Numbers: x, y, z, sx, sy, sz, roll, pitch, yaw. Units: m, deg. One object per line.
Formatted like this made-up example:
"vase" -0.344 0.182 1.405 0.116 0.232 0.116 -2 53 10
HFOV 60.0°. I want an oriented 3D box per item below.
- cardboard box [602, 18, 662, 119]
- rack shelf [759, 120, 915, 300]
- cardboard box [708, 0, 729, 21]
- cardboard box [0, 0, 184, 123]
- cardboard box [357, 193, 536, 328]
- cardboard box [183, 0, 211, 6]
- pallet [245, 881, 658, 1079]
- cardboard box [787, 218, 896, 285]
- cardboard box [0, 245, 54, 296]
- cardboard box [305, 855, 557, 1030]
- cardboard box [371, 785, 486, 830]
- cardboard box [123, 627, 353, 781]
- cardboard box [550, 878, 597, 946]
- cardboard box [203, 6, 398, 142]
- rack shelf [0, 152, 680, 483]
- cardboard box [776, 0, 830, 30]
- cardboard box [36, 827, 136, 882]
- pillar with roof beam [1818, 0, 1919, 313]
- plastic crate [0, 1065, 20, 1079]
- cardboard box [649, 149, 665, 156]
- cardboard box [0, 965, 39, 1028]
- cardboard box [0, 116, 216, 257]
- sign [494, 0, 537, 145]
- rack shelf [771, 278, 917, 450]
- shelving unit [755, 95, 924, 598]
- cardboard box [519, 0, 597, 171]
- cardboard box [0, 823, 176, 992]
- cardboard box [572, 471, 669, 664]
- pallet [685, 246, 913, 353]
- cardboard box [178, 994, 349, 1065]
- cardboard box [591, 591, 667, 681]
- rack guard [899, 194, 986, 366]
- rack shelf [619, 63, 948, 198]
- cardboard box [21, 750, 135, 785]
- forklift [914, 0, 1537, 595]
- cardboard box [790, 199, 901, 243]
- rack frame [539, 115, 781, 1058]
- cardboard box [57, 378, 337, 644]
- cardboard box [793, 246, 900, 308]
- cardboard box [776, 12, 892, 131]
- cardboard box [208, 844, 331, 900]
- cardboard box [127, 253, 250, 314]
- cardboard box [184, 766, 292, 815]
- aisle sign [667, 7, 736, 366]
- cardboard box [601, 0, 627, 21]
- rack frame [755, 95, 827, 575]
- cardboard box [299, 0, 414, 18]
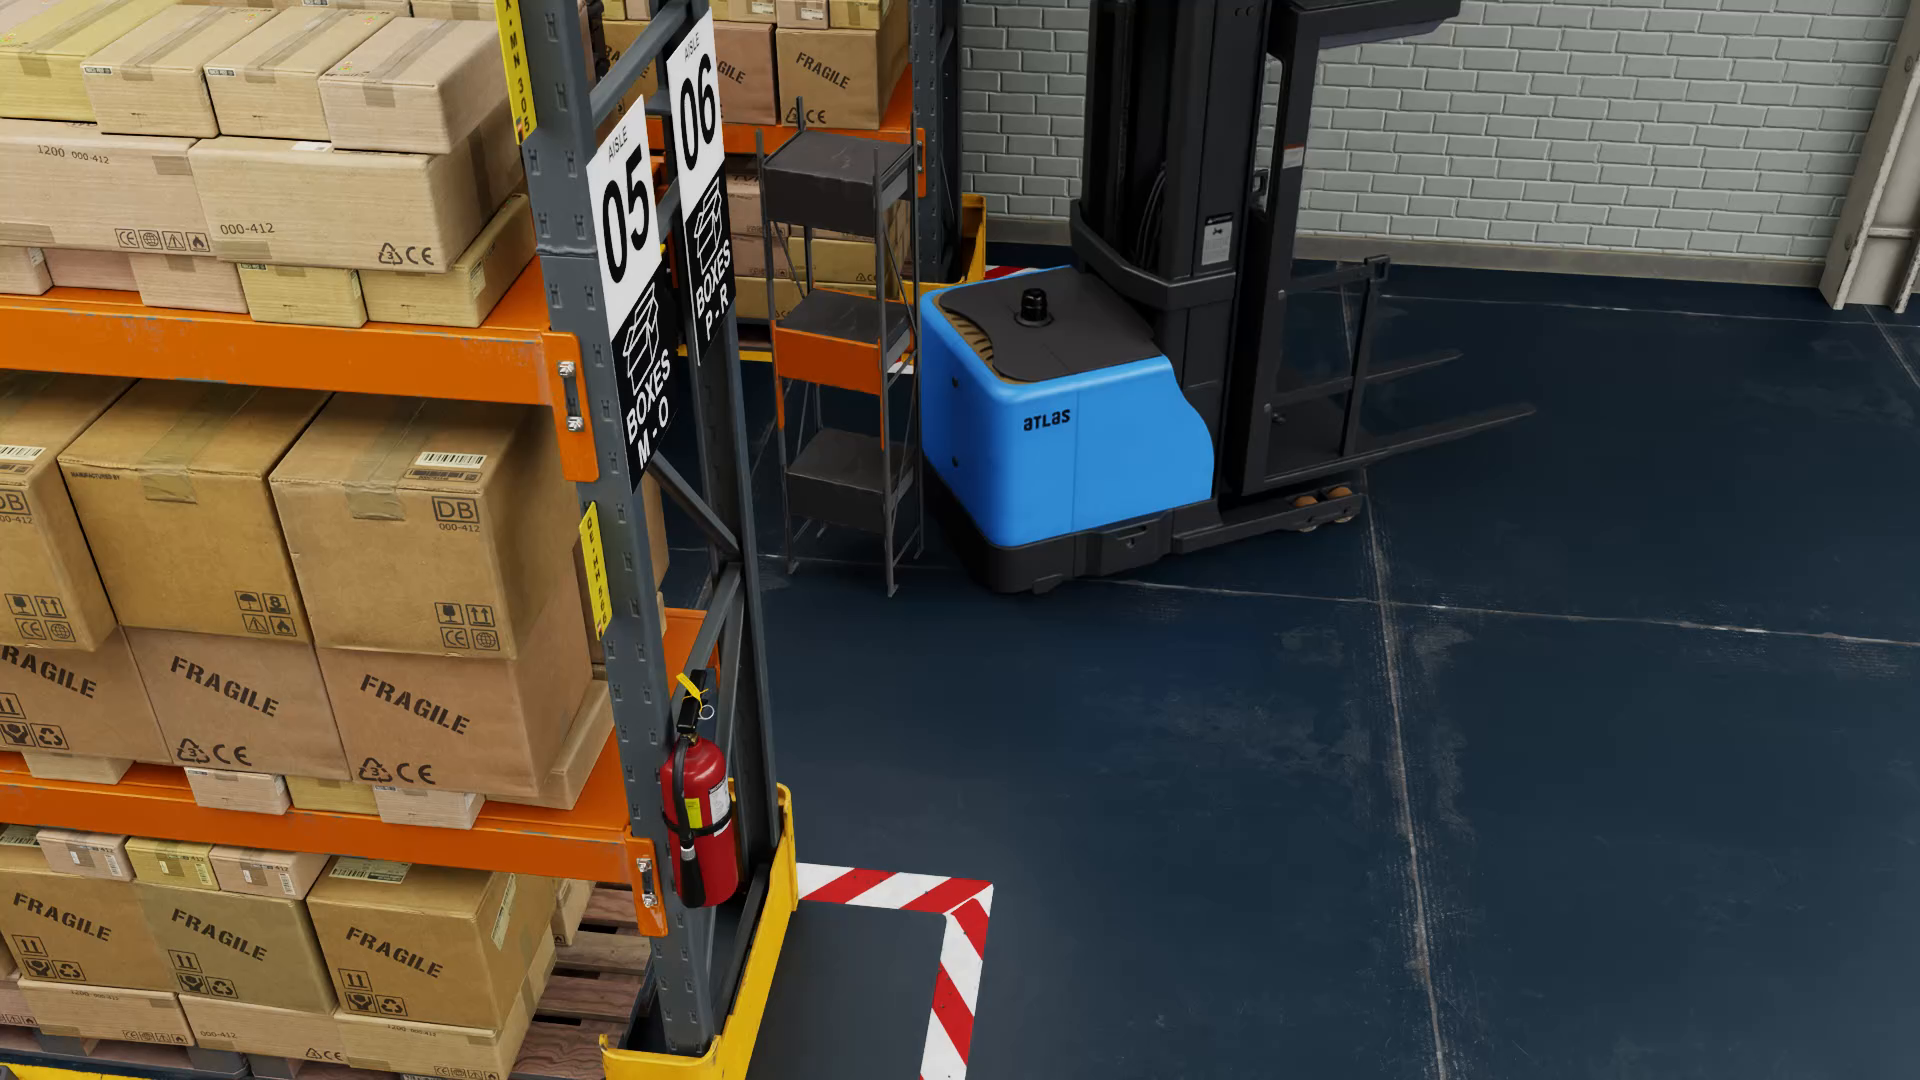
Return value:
"cardboard box" -1.654 -2.512 8.602 0.500 0.500 0.500 4 36 5
"rack shelf" -0.473 -1.315 6.603 0.480 0.518 0.431 12 37 16
"cardboard box" -1.242 -2.755 8.384 0.250 0.149 0.380 4 36 6
"cardboard box" -1.864 -1.041 3.574 0.250 0.149 0.380 4 36 6
"cardboard box" -1.129 -0.629 3.683 0.250 0.149 0.380 4 36 6
"cardboard box" -1.798 -1.357 4.017 0.250 0.149 0.380 4 36 6
"pallet" -1.616 1.404 5.601 1.213 0.211 1.003 4 36 6
"cardboard box" -0.634 -1.616 9.008 0.500 0.250 0.500 4 36 5
"cardboard box" -2.135 -0.716 3.805 0.250 0.149 0.380 4 36 6
"cardboard box" -1.567 1.089 5.002 0.500 0.500 0.500 4 36 6
"cardboard box" -1.403 0.598 4.546 0.250 0.149 0.380 4 36 5
"cardboard box" -1.809 0.272 4.444 0.500 0.500 0.500 4 36 6
"cardboard box" -1.504 1.084 5.654 0.500 0.250 0.500 4 36 6
"cardboard box" -1.364 -0.984 3.495 0.250 0.149 0.380 5 36 7
"rack shelf" -2.723 -0.721 4.215 4.000 0.370 1.077 4 36 6
"cardboard box" -0.748 -2.676 8.273 0.250 0.149 0.380 5 36 7
"cardboard box" -2.450 0.796 4.855 0.250 0.149 0.380 6 36 8
"pillar with roof beam" 4.716 -2.593 3.638 0.400 9.000 9.100 4 36 6
"plastic crate" -3.254 1.836 5.108 0.583 0.080 0.402 -7 36 -10
"cardboard box" -1.616 -1.884 8.953 0.500 0.250 0.500 5 36 7
"cardboard box" -3.099 1.277 5.384 0.500 0.250 0.500 4 36 5
"cardboard box" -1.779 -0.854 3.656 0.500 0.250 0.500 4 36 5
"sign" -0.830 -0.908 3.096 0.005 0.325 0.100 4 36 6
"rack shelf" -0.473 -0.745 7.010 0.480 0.518 0.431 12 37 16
"shelving unit" -0.473 -0.756 7.002 0.503 2.100 0.431 12 37 16
"cardboard box" -1.204 -1.117 4.023 0.500 0.250 0.500 4 36 5
"cardboard box" -2.585 1.011 5.111 0.500 0.500 0.500 3 36 5
"cardboard box" -1.174 -0.002 4.828 0.500 0.500 0.500 4 36 5
"pallet" -0.875 -1.403 9.534 1.213 0.211 1.003 4 36 6
"cardboard box" -2.088 1.356 5.274 0.500 0.250 0.500 4 36 6
"cardboard box" -1.050 0.313 4.946 0.250 0.149 0.380 4 36 6
"rack guard" -0.087 -1.486 9.402 0.348 0.500 1.175 4 36 6
"rack shelf" -2.095 -2.360 9.094 4.000 0.370 1.077 4 36 6
"cardboard box" -2.415 0.499 4.685 0.250 0.149 0.380 4 36 5
"forklift" 1.349 -1.501 7.329 3.031 2.935 1.130 -14 38 -18
"cardboard box" -0.608 -1.818 8.860 0.500 0.250 0.500 5 36 8
"rack frame" -0.740 0.355 4.670 0.127 3.000 1.000 4 36 6
"cardboard box" -1.775 -0.167 4.200 0.500 0.500 0.700 5 36 6
"cardboard box" -0.617 -1.410 9.148 0.500 0.250 0.500 5 36 6
"cardboard box" -0.633 -2.431 8.488 0.500 0.500 0.500 4 36 5
"cardboard box" -1.940 0.837 4.797 0.250 0.149 0.380 5 36 7
"cardboard box" -1.639 -0.668 3.737 0.250 0.149 0.380 5 36 7
"cardboard box" -1.914 0.565 4.592 0.250 0.149 0.380 5 36 7
"aisle sign" -0.639 -0.877 4.159 0.004 0.787 0.394 4 36 6
"cardboard box" -1.766 -2.755 8.384 0.250 0.149 0.380 5 36 6
"rack frame" -0.702 -0.805 7.071 0.015 2.100 0.400 12 37 16
"cardboard box" -1.318 -1.242 3.855 0.250 0.149 0.380 4 36 6
